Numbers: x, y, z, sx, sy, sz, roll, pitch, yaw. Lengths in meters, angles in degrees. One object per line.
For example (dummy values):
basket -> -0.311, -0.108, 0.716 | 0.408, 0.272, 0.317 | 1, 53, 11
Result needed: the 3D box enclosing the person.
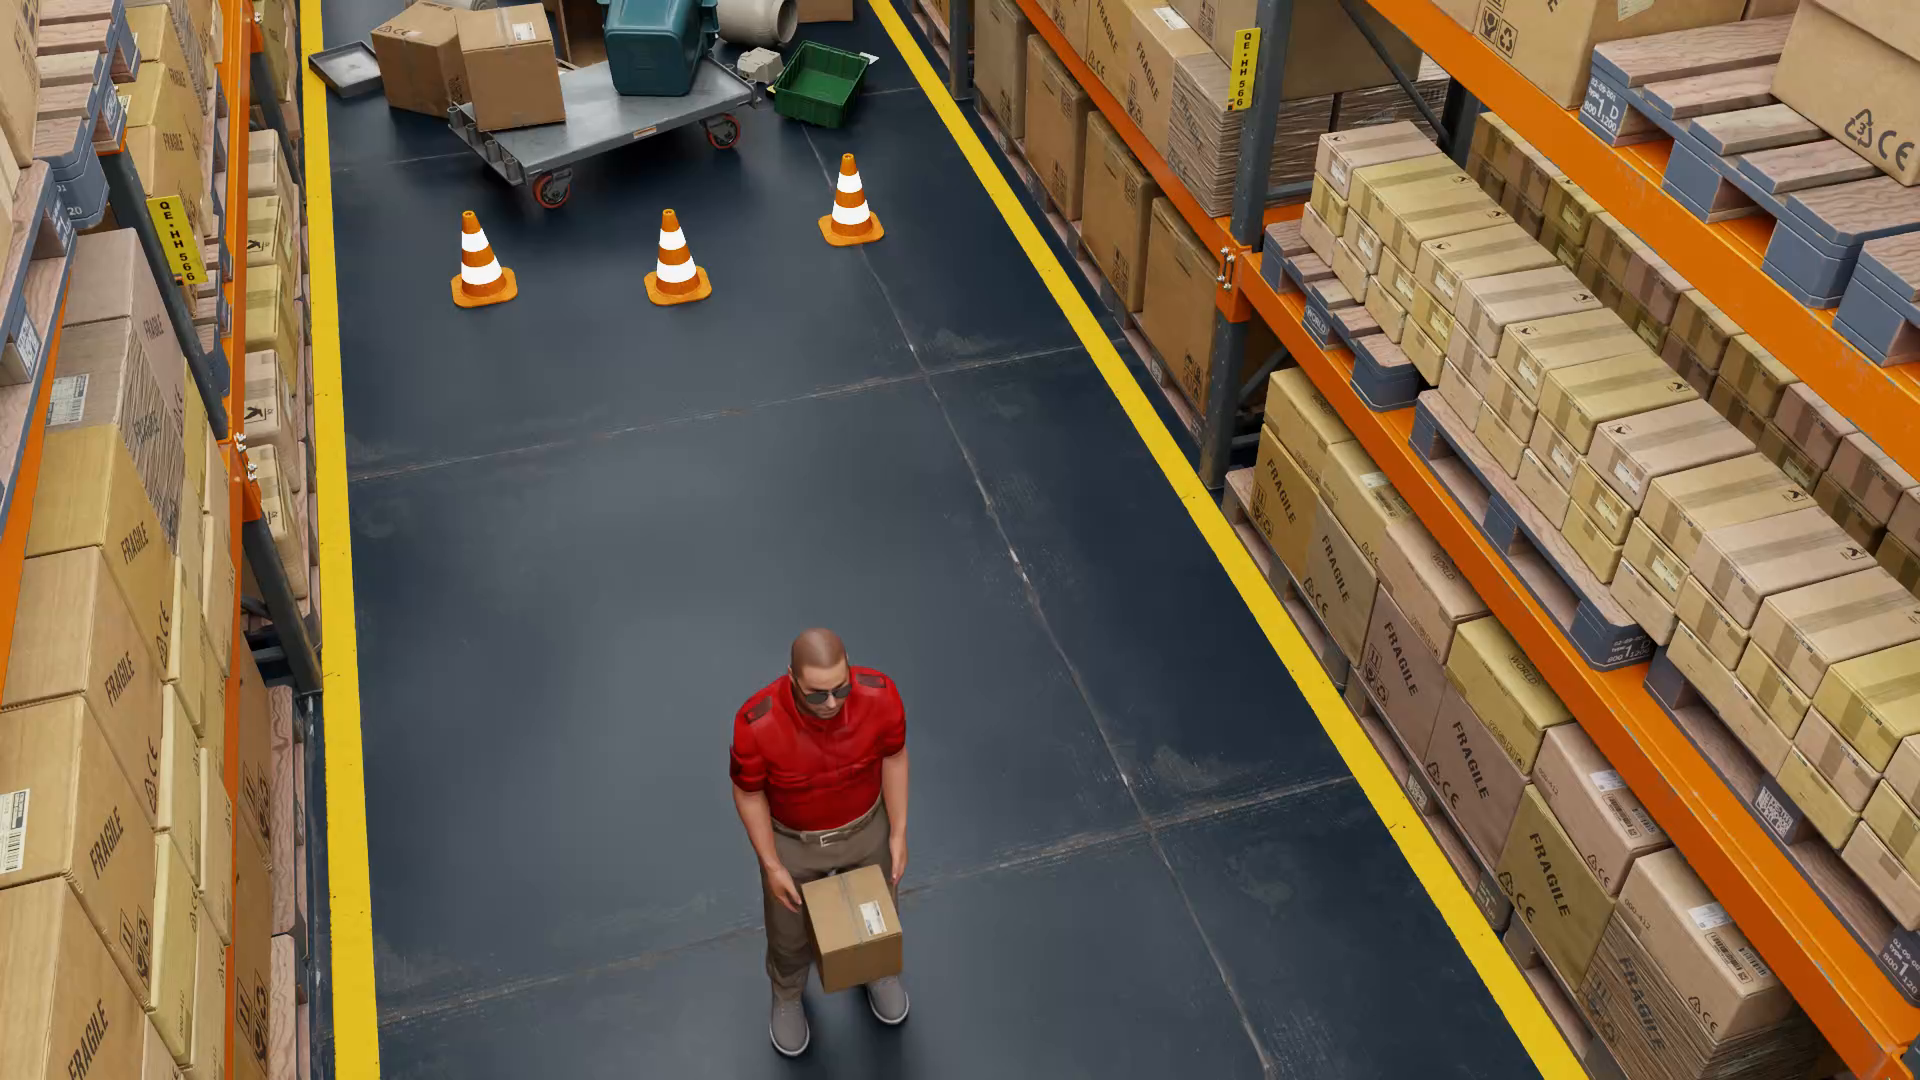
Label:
person -> -0.405, 0.918, 5.144 | 0.547, 1.733, 0.405 | -13, 43, -14
